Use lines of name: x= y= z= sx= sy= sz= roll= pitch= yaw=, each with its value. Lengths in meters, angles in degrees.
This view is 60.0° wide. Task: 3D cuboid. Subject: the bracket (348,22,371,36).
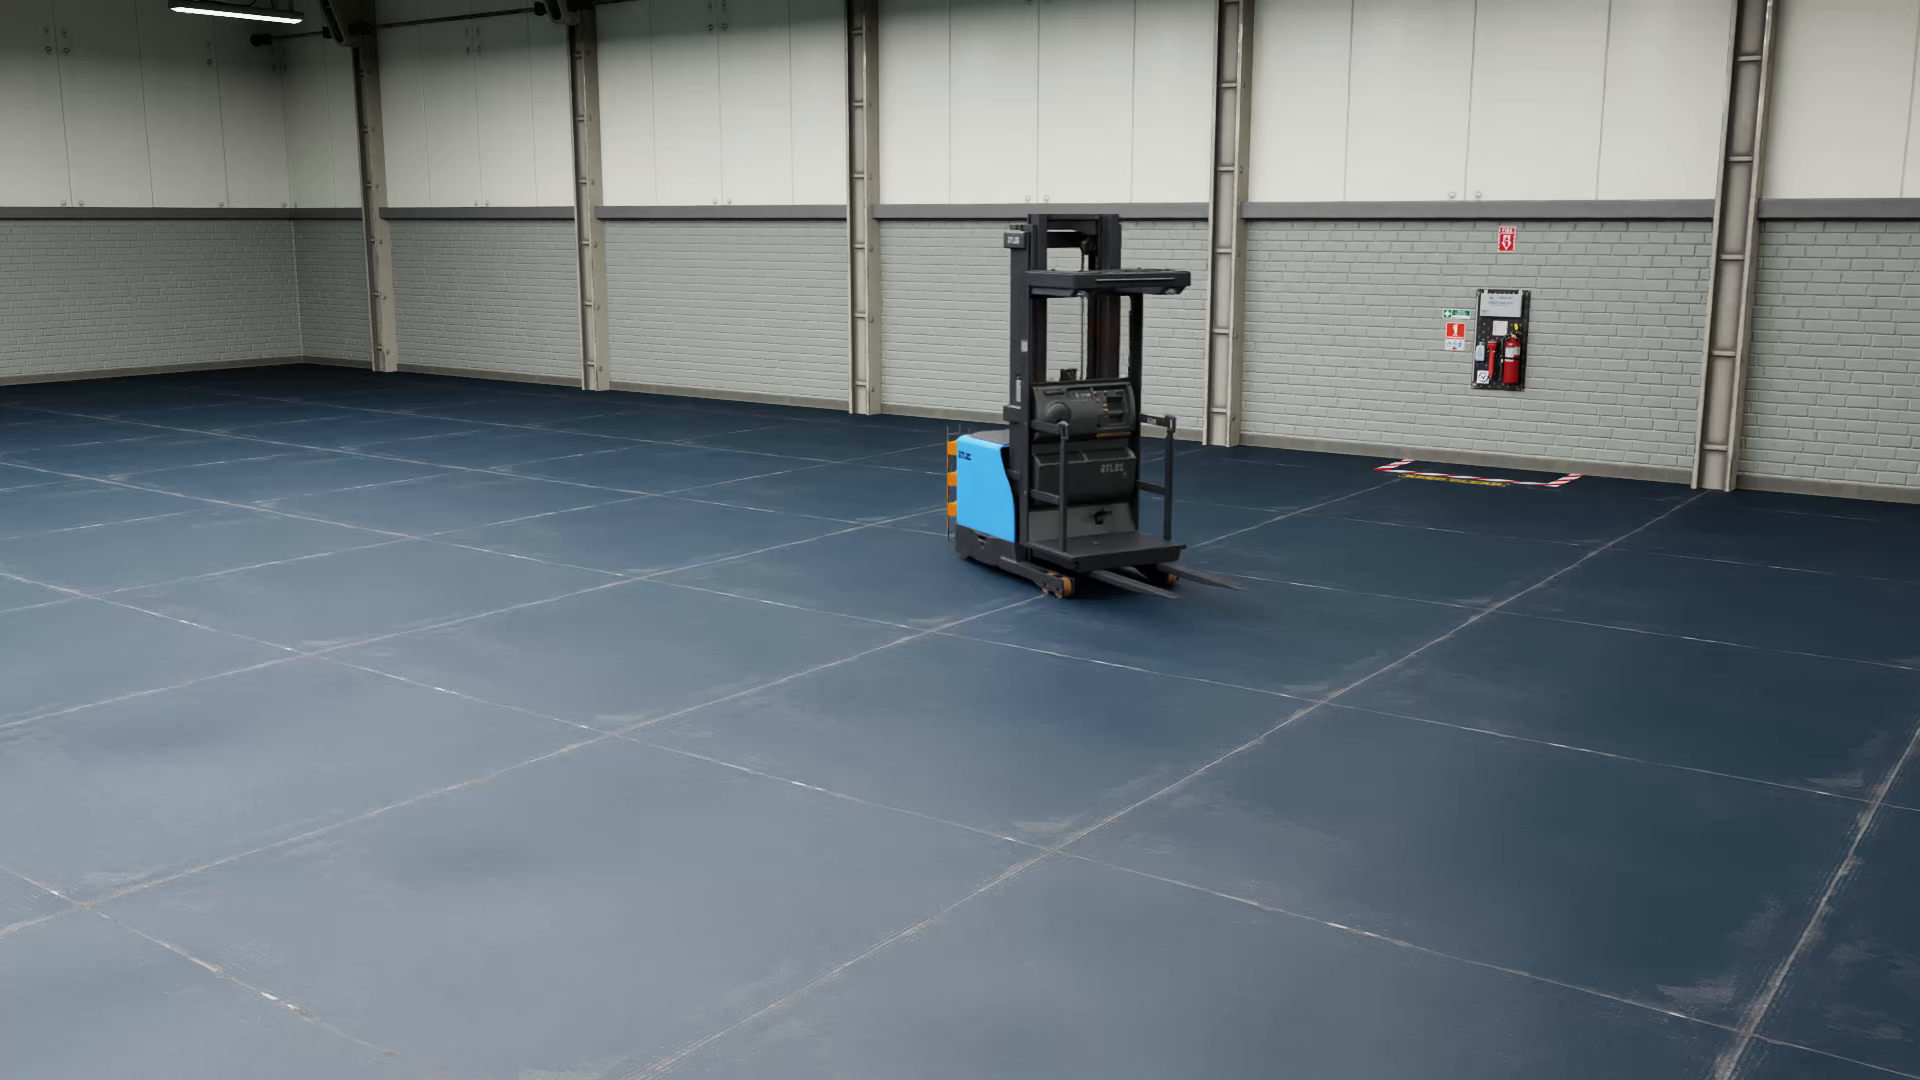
bracket: x=-10.977 y=-9.352 z=30.420 sx=0.430 sy=0.232 sz=0.235 roll=8 pitch=13 yaw=36

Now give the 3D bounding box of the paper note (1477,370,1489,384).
paper note: x=6.171 y=-1.923 z=19.614 sx=0.142 sy=0.148 sz=0.016 roll=8 pitch=13 yaw=36

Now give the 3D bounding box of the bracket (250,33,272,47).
bracket: x=-13.557 y=-9.711 z=32.280 sx=0.430 sy=0.232 sz=0.235 roll=8 pitch=13 yaw=36

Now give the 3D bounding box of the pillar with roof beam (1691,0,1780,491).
pillar with roof beam: x=5.694 y=-4.328 z=13.930 sx=0.400 sy=9.000 sz=9.100 roll=8 pitch=13 yaw=36

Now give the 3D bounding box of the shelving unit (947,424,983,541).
shelving unit: x=0.043 y=-0.509 z=15.119 sx=0.252 sy=1.050 sz=0.215 roll=8 pitch=13 yaw=36

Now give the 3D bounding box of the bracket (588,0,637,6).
bracket: x=-4.065 y=-8.387 z=25.436 sx=4.783 sy=0.066 sz=0.076 roll=8 pitch=13 yaw=36

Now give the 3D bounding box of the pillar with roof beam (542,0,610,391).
pillar with roof beam: x=-8.814 y=-6.352 z=24.391 sx=0.548 sy=9.000 sz=9.100 roll=8 pitch=13 yaw=36

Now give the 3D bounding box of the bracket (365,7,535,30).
bracket: x=-8.901 y=-9.062 z=28.923 sx=4.783 sy=0.066 sz=0.076 roll=8 pitch=13 yaw=36

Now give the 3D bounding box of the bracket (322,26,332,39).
bracket: x=-11.646 y=-9.445 z=30.902 sx=0.430 sy=0.232 sz=0.235 roll=8 pitch=13 yaw=36

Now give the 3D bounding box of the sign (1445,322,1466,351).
sign: x=5.889 y=-2.421 z=19.772 sx=0.234 sy=0.329 sz=0.001 roll=8 pitch=13 yaw=36

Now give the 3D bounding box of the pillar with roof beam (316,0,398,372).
pillar with roof beam: x=-13.650 y=-7.026 z=27.877 sx=0.548 sy=9.000 sz=9.100 roll=8 pitch=13 yaw=36

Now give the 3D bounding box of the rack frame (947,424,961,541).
rack frame: x=-0.055 y=-0.523 z=15.190 sx=0.008 sy=1.050 sz=0.200 roll=8 pitch=13 yaw=36

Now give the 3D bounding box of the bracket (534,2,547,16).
bracket: x=-6.810 y=-8.770 z=27.416 sx=0.430 sy=0.232 sz=0.235 roll=8 pitch=13 yaw=36

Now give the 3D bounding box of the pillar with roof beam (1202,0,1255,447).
pillar with roof beam: x=0.858 y=-5.003 z=17.417 sx=0.400 sy=9.000 sz=9.100 roll=8 pitch=13 yaw=36

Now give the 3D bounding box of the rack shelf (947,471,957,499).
rack shelf: x=0.043 y=-0.499 z=15.121 sx=0.240 sy=0.259 sz=0.215 roll=8 pitch=13 yaw=36

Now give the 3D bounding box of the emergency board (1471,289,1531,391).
emergency board: x=6.273 y=-2.325 z=19.373 sx=0.643 sy=1.169 sz=0.194 roll=8 pitch=13 yaw=36

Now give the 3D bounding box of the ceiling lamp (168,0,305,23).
ceiling lamp: x=-10.923 y=-9.357 z=24.559 sx=0.800 sy=3.185 sz=2.000 roll=8 pitch=13 yaw=36

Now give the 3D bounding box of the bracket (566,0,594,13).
bracket: x=-6.141 y=-8.677 z=26.933 sx=0.430 sy=0.232 sz=0.235 roll=8 pitch=13 yaw=36

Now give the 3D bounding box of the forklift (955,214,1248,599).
forklift: x=1.103 y=-1.085 z=13.143 sx=1.130 sy=2.935 sz=3.031 roll=-6 pitch=12 yaw=-28

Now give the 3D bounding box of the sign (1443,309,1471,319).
sign: x=5.887 y=-2.679 z=19.712 sx=0.331 sy=0.109 sz=0.001 roll=8 pitch=13 yaw=36

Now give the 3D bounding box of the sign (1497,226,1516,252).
sign: x=6.326 y=-3.480 z=19.236 sx=0.199 sy=0.298 sz=0.001 roll=8 pitch=13 yaw=36

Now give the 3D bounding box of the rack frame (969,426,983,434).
rack frame: x=0.141 y=-0.496 z=15.048 sx=0.008 sy=1.050 sz=0.200 roll=8 pitch=13 yaw=36

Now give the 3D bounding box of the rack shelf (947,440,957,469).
rack shelf: x=0.043 y=-0.778 z=15.067 sx=0.240 sy=0.259 sz=0.215 roll=8 pitch=13 yaw=36

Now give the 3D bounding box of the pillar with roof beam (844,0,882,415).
pillar with roof beam: x=-3.978 y=-5.677 z=20.904 sx=0.400 sy=9.000 sz=9.100 roll=8 pitch=13 yaw=36

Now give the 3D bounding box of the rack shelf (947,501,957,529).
rack shelf: x=0.043 y=-0.226 z=15.174 sx=0.240 sy=0.259 sz=0.215 roll=8 pitch=13 yaw=36

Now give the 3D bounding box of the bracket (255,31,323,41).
bracket: x=-13.080 y=-9.645 z=31.936 sx=3.189 sy=0.066 sz=0.076 roll=8 pitch=13 yaw=36
